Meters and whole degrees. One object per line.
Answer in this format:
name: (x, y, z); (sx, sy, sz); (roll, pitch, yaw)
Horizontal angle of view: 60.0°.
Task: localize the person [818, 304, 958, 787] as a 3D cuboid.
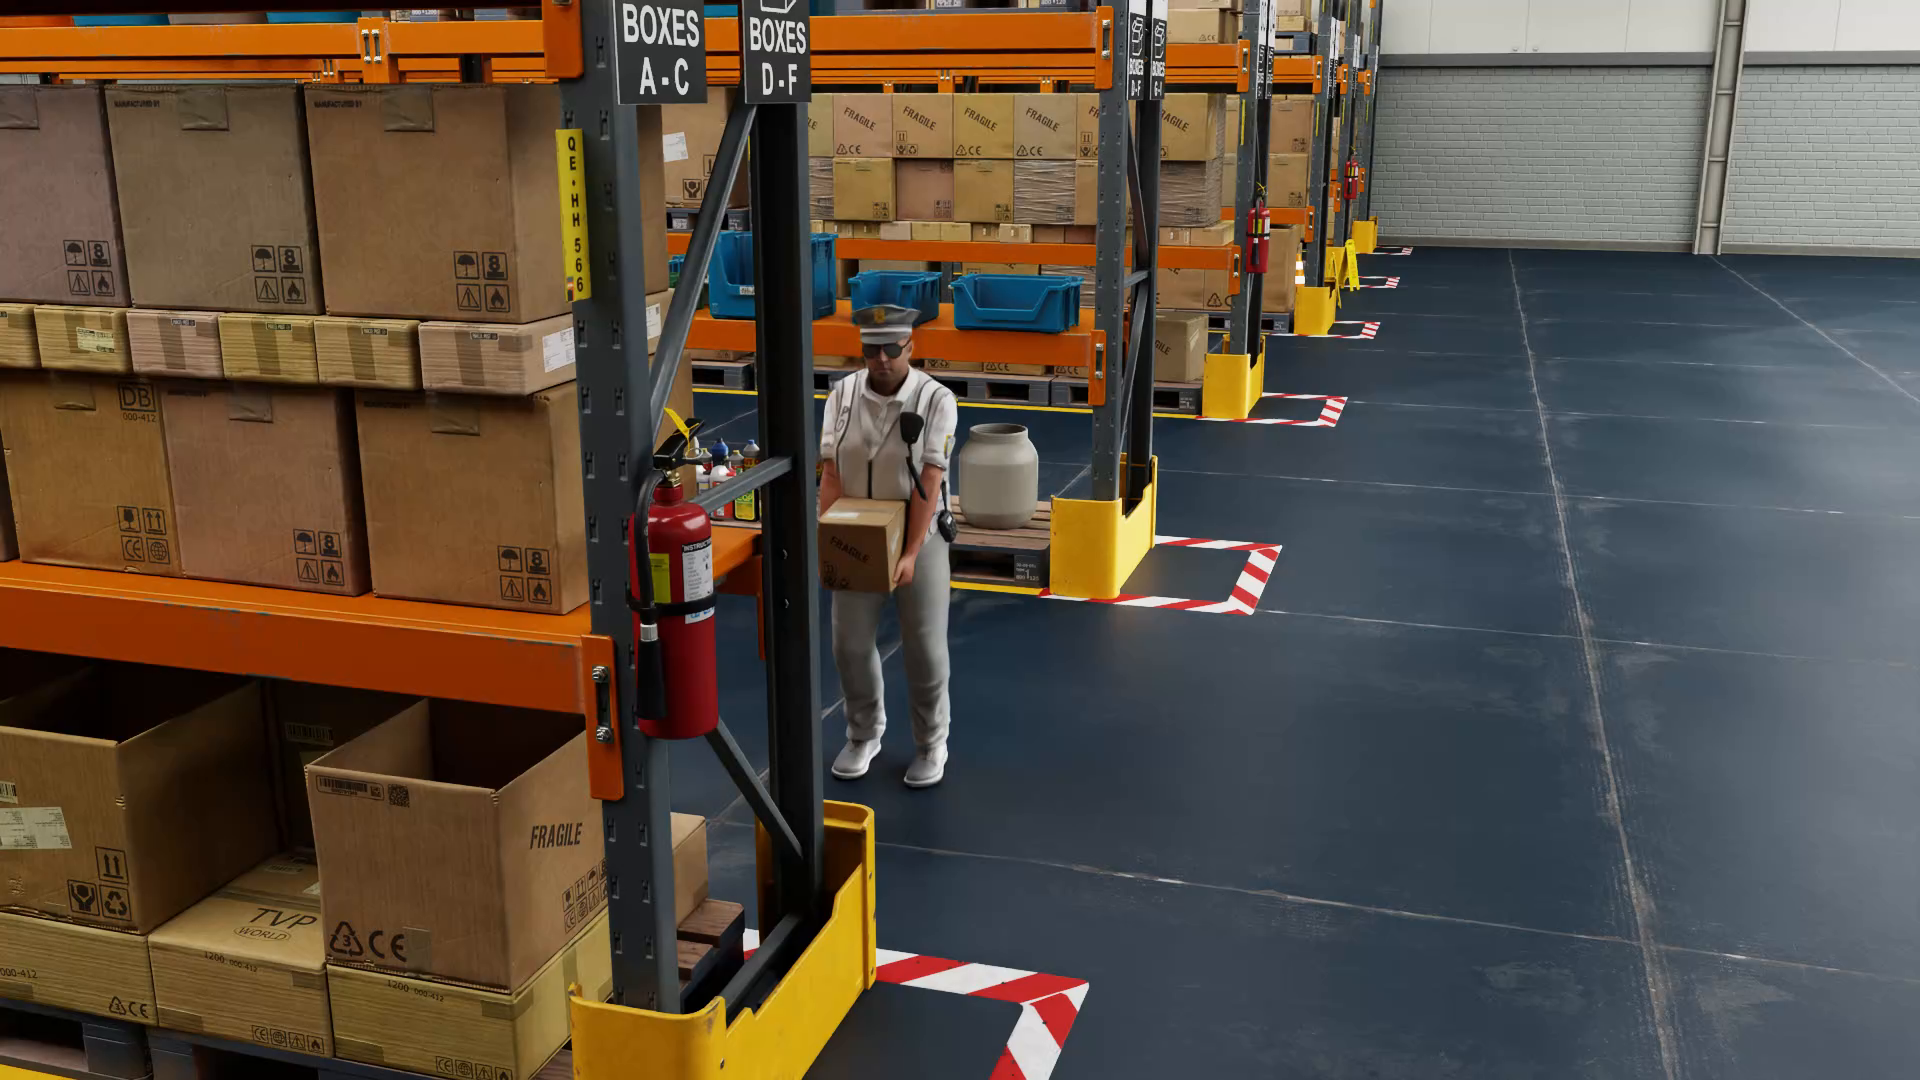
person: (-0.254, 0.026, 5.928); (0.487, 1.750, 0.589); (4, 15, 15)
